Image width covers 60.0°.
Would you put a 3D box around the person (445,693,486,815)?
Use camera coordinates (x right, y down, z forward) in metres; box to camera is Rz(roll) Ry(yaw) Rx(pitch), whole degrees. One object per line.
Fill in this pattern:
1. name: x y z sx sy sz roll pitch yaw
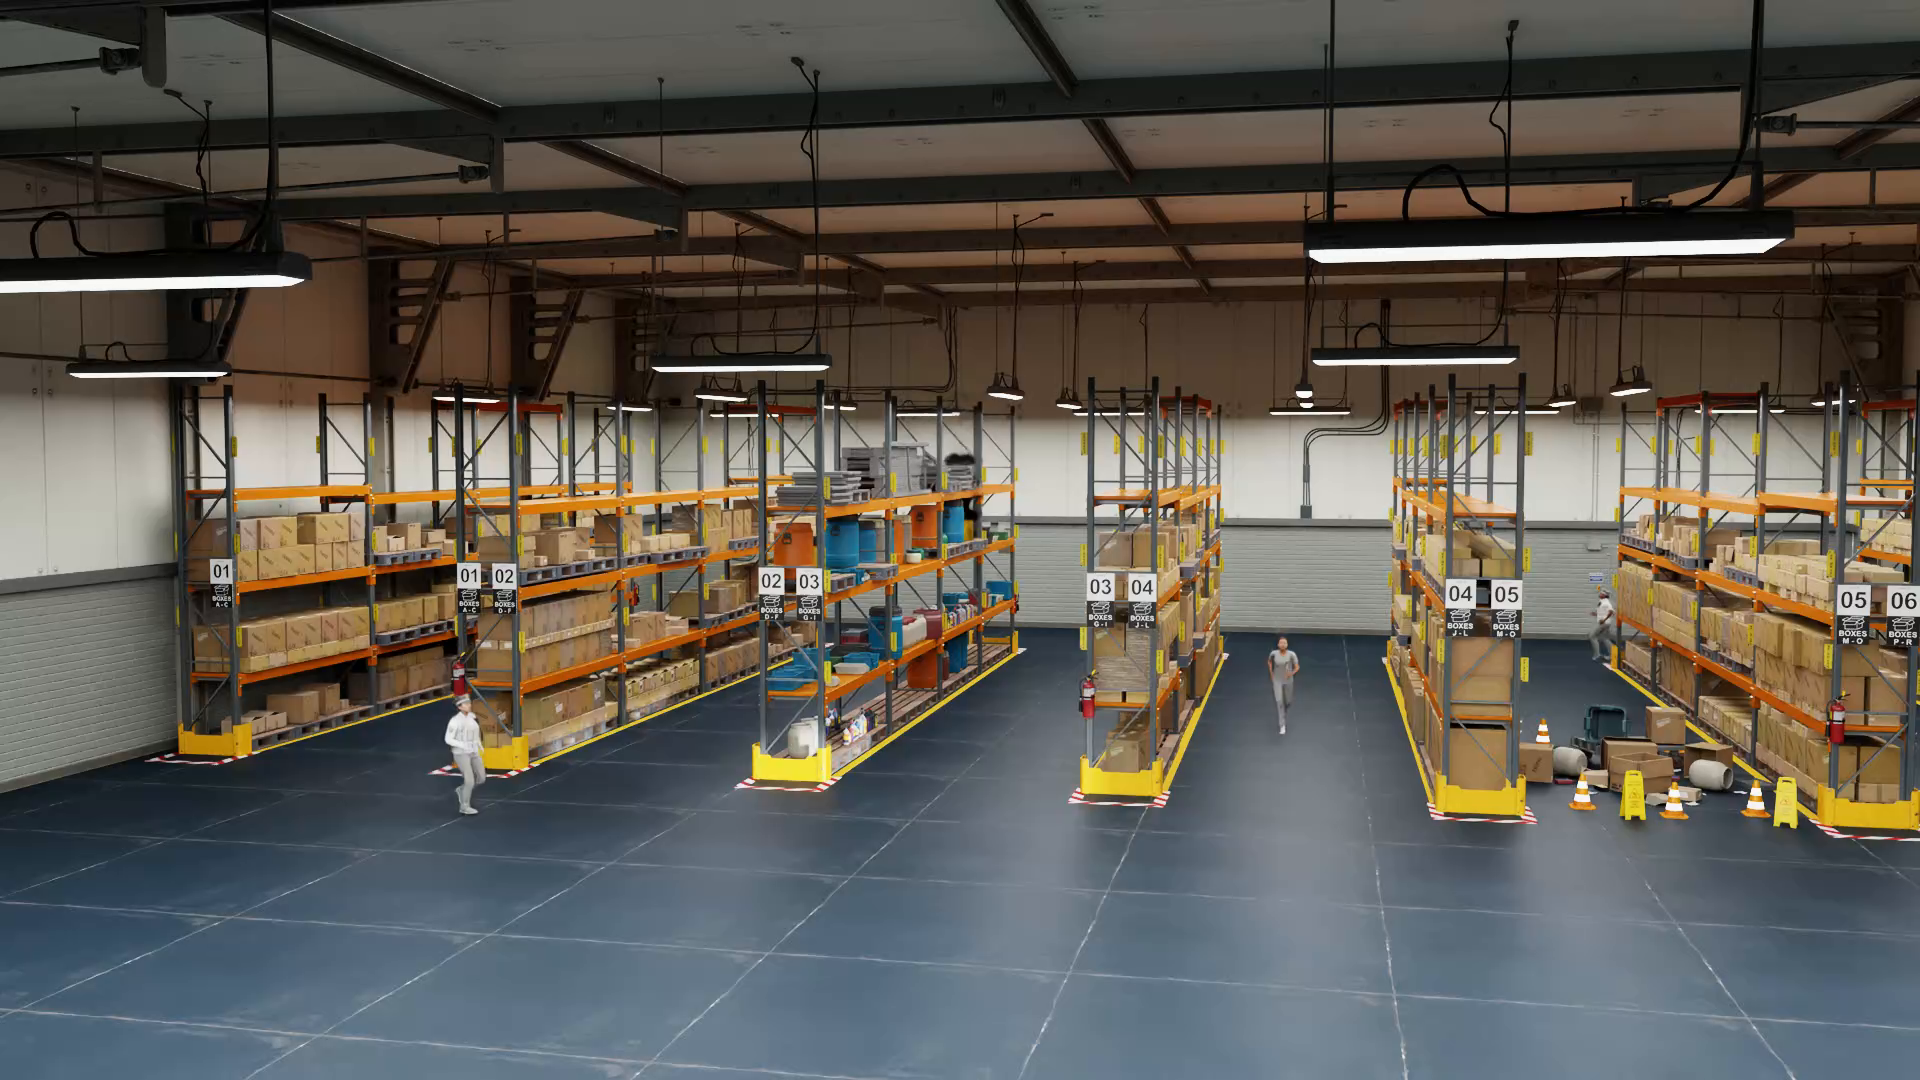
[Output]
1. person: -6.719 2.909 22.655 0.570 1.643 0.608 2 4 31

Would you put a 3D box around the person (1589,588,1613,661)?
1. person: 15.044 1.982 38.906 0.628 1.740 0.583 2 4 28

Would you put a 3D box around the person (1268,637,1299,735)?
1. person: 5.733 2.542 29.470 0.530 1.685 1.107 0 3 4
